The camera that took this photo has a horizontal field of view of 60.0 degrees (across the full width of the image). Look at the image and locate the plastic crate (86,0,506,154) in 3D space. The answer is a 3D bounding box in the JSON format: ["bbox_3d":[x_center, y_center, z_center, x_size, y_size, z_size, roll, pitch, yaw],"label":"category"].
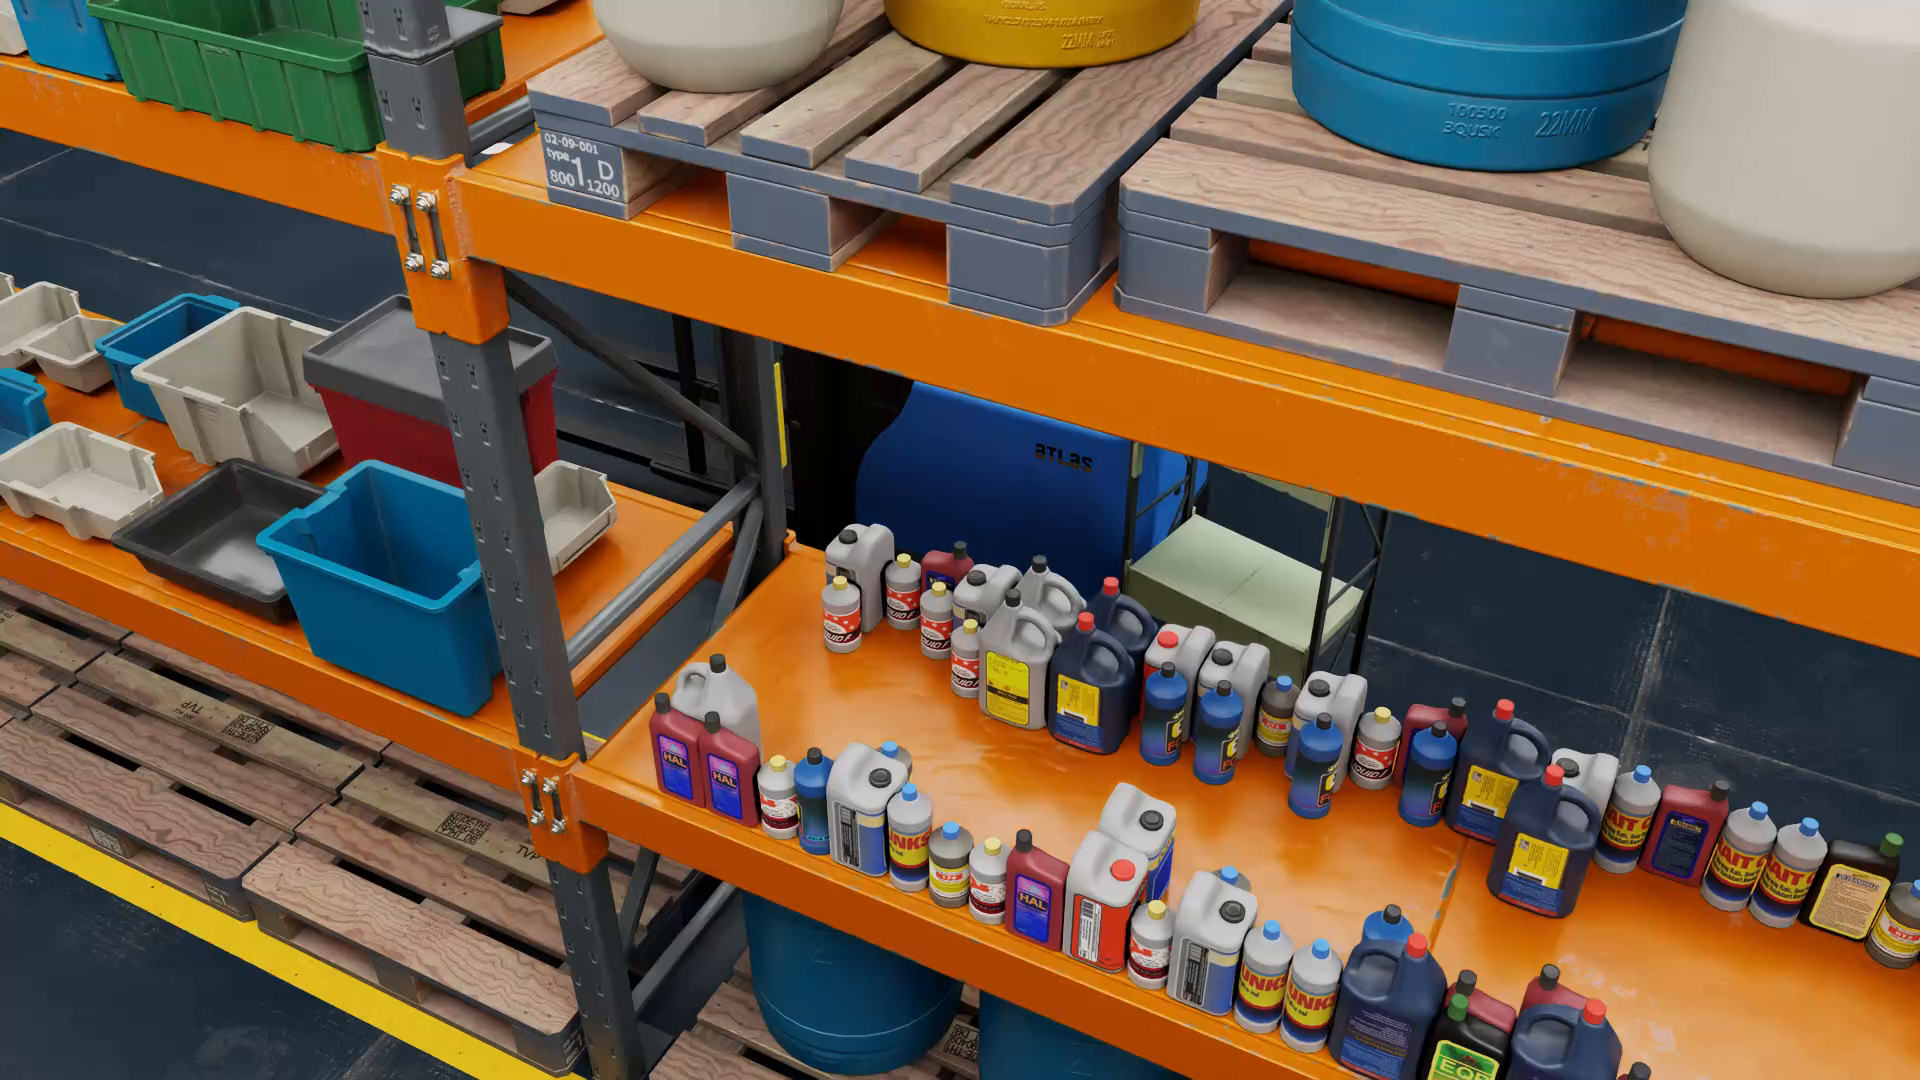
[{"bbox_3d":[-1.272,-0.973,3.246,0.662,0.188,0.450,17,41,21],"label":"plastic crate"}]

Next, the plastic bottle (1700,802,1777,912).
[{"bbox_3d":[1.649,0.658,3.508,0.097,0.271,0.097,0,37,0],"label":"plastic bottle"}]

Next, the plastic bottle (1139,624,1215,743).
[{"bbox_3d":[0.514,0.320,3.950,0.135,0.276,0.152,17,41,21],"label":"plastic bottle"}]

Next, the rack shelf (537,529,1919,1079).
[{"bbox_3d":[1.019,0.935,3.632,4.000,0.370,1.077,17,41,21],"label":"rack shelf"}]

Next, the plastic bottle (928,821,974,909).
[{"bbox_3d":[-0.019,0.681,3.537,0.097,0.201,0.097,0,37,0],"label":"plastic bottle"}]

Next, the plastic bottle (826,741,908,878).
[{"bbox_3d":[-0.196,0.577,3.612,0.135,0.276,0.152,17,41,21],"label":"plastic bottle"}]

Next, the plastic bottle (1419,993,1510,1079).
[{"bbox_3d":[0.942,0.961,3.099,0.133,0.283,0.061,17,41,21],"label":"plastic bottle"}]

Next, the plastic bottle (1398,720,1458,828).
[{"bbox_3d":[1.046,0.511,3.703,0.097,0.271,0.097,0,37,0],"label":"plastic bottle"}]

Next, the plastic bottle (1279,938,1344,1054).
[{"bbox_3d":[0.684,0.873,3.226,0.097,0.271,0.097,0,37,0],"label":"plastic bottle"}]

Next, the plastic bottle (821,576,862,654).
[{"bbox_3d":[-0.299,0.180,4.197,0.097,0.201,0.097,0,37,0],"label":"plastic bottle"}]

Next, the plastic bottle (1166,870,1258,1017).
[{"bbox_3d":[0.507,0.797,3.322,0.135,0.276,0.152,17,41,21],"label":"plastic bottle"}]

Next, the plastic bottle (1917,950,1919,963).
[{"bbox_3d":[2.051,0.767,3.355,0.133,0.283,0.061,17,41,21],"label":"plastic bottle"}]

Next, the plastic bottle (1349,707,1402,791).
[{"bbox_3d":[0.955,0.469,3.816,0.097,0.201,0.097,0,37,0],"label":"plastic bottle"}]

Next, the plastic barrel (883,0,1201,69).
[{"bbox_3d":[0.147,-1.200,2.866,0.600,0.588,0.600,0,37,0],"label":"plastic barrel"}]

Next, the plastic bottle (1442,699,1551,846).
[{"bbox_3d":[1.188,0.498,3.653,0.185,0.351,0.144,17,41,21],"label":"plastic bottle"}]

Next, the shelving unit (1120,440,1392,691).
[{"bbox_3d":[0.968,0.002,5.507,0.755,1.500,0.431,27,45,31],"label":"shelving unit"}]

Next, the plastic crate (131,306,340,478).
[{"bbox_3d":[-2.028,-0.408,4.855,0.530,0.282,0.437,17,41,21],"label":"plastic crate"}]

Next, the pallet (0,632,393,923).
[{"bbox_3d":[-2.515,0.681,5.678,1.213,0.211,1.003,17,41,21],"label":"pallet"}]

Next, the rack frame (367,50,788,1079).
[{"bbox_3d":[-0.757,0.092,4.147,0.127,3.000,1.000,17,41,21],"label":"rack frame"}]

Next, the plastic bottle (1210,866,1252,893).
[{"bbox_3d":[0.548,0.755,3.439,0.097,0.201,0.097,0,37,0],"label":"plastic bottle"}]

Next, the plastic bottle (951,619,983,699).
[{"bbox_3d":[0.026,0.281,4.063,0.097,0.201,0.097,0,37,0],"label":"plastic bottle"}]

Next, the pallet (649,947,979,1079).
[{"bbox_3d":[-0.091,1.440,4.678,1.213,0.211,1.003,17,41,21],"label":"pallet"}]

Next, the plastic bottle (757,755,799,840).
[{"bbox_3d":[-0.398,0.562,3.693,0.097,0.201,0.097,0,37,0],"label":"plastic bottle"}]

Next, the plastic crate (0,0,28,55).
[{"bbox_3d":[-2.061,-1.147,3.517,0.466,0.136,0.293,17,41,21],"label":"plastic crate"}]

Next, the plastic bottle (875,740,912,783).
[{"bbox_3d":[-0.155,0.534,3.729,0.097,0.201,0.097,0,37,0],"label":"plastic bottle"}]

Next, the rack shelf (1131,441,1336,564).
[{"bbox_3d":[0.968,-0.309,5.271,0.720,0.370,0.431,27,45,31],"label":"rack shelf"}]

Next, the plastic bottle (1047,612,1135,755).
[{"bbox_3d":[0.308,0.321,3.887,0.185,0.351,0.144,17,41,21],"label":"plastic bottle"}]

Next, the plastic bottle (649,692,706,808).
[{"bbox_3d":[-0.627,0.470,3.746,0.133,0.283,0.061,17,41,21],"label":"plastic bottle"}]

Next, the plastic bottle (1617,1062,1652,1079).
[{"bbox_3d":[1.225,1.050,2.982,0.133,0.283,0.061,17,41,21],"label":"plastic bottle"}]

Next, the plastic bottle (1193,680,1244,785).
[{"bbox_3d":[0.593,0.431,3.808,0.097,0.271,0.097,0,37,0],"label":"plastic bottle"}]

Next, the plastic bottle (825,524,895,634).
[{"bbox_3d":[-0.258,0.078,4.269,0.135,0.276,0.152,17,41,21],"label":"plastic bottle"}]

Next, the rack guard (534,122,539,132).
[{"bbox_3d":[-2.052,-2.690,9.880,0.348,0.500,1.175,17,41,21],"label":"rack guard"}]

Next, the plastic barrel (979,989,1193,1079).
[{"bbox_3d":[0.347,1.118,4.184,0.708,0.901,0.600,17,41,21],"label":"plastic barrel"}]

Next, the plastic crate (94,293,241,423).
[{"bbox_3d":[-2.367,-0.544,5.074,0.300,0.233,0.416,17,41,21],"label":"plastic crate"}]

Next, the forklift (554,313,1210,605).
[{"bbox_3d":[-0.561,-1.341,6.092,3.031,2.935,1.130,17,40,21],"label":"forklift"}]

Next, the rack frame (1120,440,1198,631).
[{"bbox_3d":[0.689,-0.141,5.696,0.023,1.500,0.400,27,45,31],"label":"rack frame"}]

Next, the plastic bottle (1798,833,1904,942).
[{"bbox_3d":[1.846,0.703,3.440,0.133,0.283,0.061,17,41,21],"label":"plastic bottle"}]

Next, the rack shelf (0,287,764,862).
[{"bbox_3d":[-2.533,-0.177,5.097,4.000,0.370,1.077,17,41,21],"label":"rack shelf"}]

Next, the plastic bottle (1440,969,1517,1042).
[{"bbox_3d":[0.970,0.929,3.142,0.133,0.283,0.061,17,41,21],"label":"plastic bottle"}]

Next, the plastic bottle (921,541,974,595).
[{"bbox_3d":[-0.032,0.115,4.214,0.133,0.283,0.061,17,41,21],"label":"plastic bottle"}]

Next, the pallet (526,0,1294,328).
[{"bbox_3d":[-0.016,-0.862,3.079,1.003,0.211,1.213,17,41,21],"label":"pallet"}]

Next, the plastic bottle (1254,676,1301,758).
[{"bbox_3d":[0.749,0.404,3.901,0.097,0.201,0.097,0,37,0],"label":"plastic bottle"}]

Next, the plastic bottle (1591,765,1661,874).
[{"bbox_3d":[1.444,0.594,3.593,0.097,0.271,0.097,0,37,0],"label":"plastic bottle"}]

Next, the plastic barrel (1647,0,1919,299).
[{"bbox_3d":[1.152,-0.624,2.150,0.433,0.535,0.433,0,37,0],"label":"plastic barrel"}]

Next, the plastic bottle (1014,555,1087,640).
[{"bbox_3d":[0.210,0.192,4.057,0.185,0.351,0.144,17,41,21],"label":"plastic bottle"}]

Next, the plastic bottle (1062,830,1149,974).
[{"bbox_3d":[0.301,0.733,3.407,0.135,0.276,0.152,17,41,21],"label":"plastic bottle"}]

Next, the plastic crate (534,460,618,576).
[{"bbox_3d":[-1.104,-0.033,4.480,0.243,0.136,0.396,17,41,21],"label":"plastic crate"}]

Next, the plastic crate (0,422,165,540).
[{"bbox_3d":[-2.441,-0.149,4.634,0.466,0.136,0.293,17,41,21],"label":"plastic crate"}]

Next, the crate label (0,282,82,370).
[{"bbox_3d":[-2.992,-0.656,5.302,0.243,0.136,0.396,17,41,21],"label":"crate label"}]
